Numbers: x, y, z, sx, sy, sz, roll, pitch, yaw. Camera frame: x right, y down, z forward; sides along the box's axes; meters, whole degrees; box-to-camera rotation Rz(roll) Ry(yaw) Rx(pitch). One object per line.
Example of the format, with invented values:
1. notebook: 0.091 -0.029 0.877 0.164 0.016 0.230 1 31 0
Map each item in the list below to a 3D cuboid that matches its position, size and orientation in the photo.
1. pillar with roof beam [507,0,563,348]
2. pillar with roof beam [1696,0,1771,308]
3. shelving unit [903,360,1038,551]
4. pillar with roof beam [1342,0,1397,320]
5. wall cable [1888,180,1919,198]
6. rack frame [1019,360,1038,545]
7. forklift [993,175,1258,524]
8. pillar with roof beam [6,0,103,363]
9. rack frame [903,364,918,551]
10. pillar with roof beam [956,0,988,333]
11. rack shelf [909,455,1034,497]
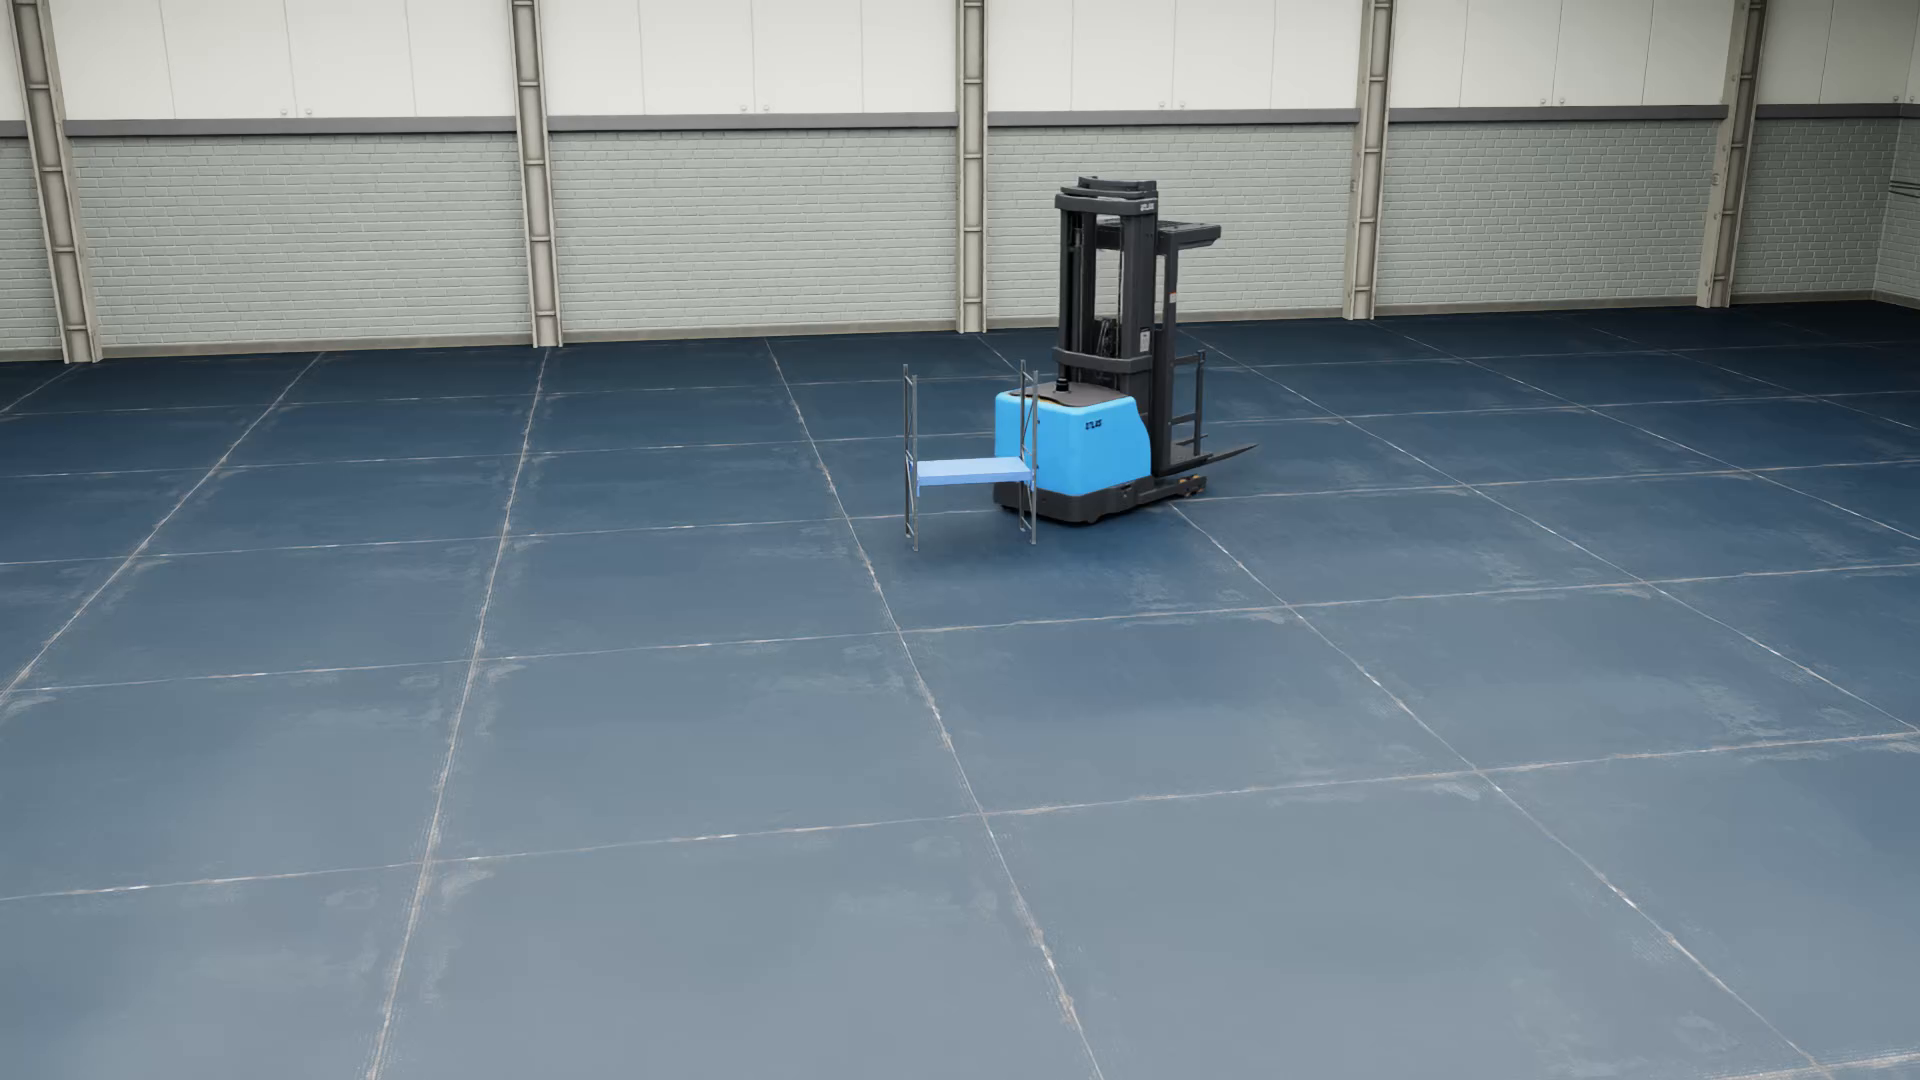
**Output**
1. pillar with roof beam: -4.912 -5.774 17.783 0.400 9.000 9.100 -3 17 -10
2. pillar with roof beam: 12.761 -6.776 21.047 0.400 9.000 9.100 -3 17 -10
3. shelving unit: 0.084 -0.722 14.107 1.048 1.500 0.538 -3 17 -10
4. pillar with roof beam: 6.870 -6.442 19.959 0.400 9.000 9.100 -3 17 -10
5. wall cable: 15.088 -6.316 24.837 0.112 2.526 3.097 -3 17 -10
6. rack frame: 0.583 -0.750 14.199 0.032 1.500 0.500 -3 17 -10
7. forklift: 1.693 -1.899 15.504 1.130 2.935 3.031 16 23 42
8. pillar with roof beam: -10.803 -5.440 16.695 0.400 9.000 9.100 -3 17 -10
9. rack frame: -0.415 -0.693 14.015 0.032 1.500 0.500 -3 17 -10
10. pillar with roof beam: 0.979 -6.108 18.871 0.400 9.000 9.100 -3 17 -10
11. rack shelf: 0.084 -0.550 14.160 1.000 0.185 0.538 -3 17 -10
